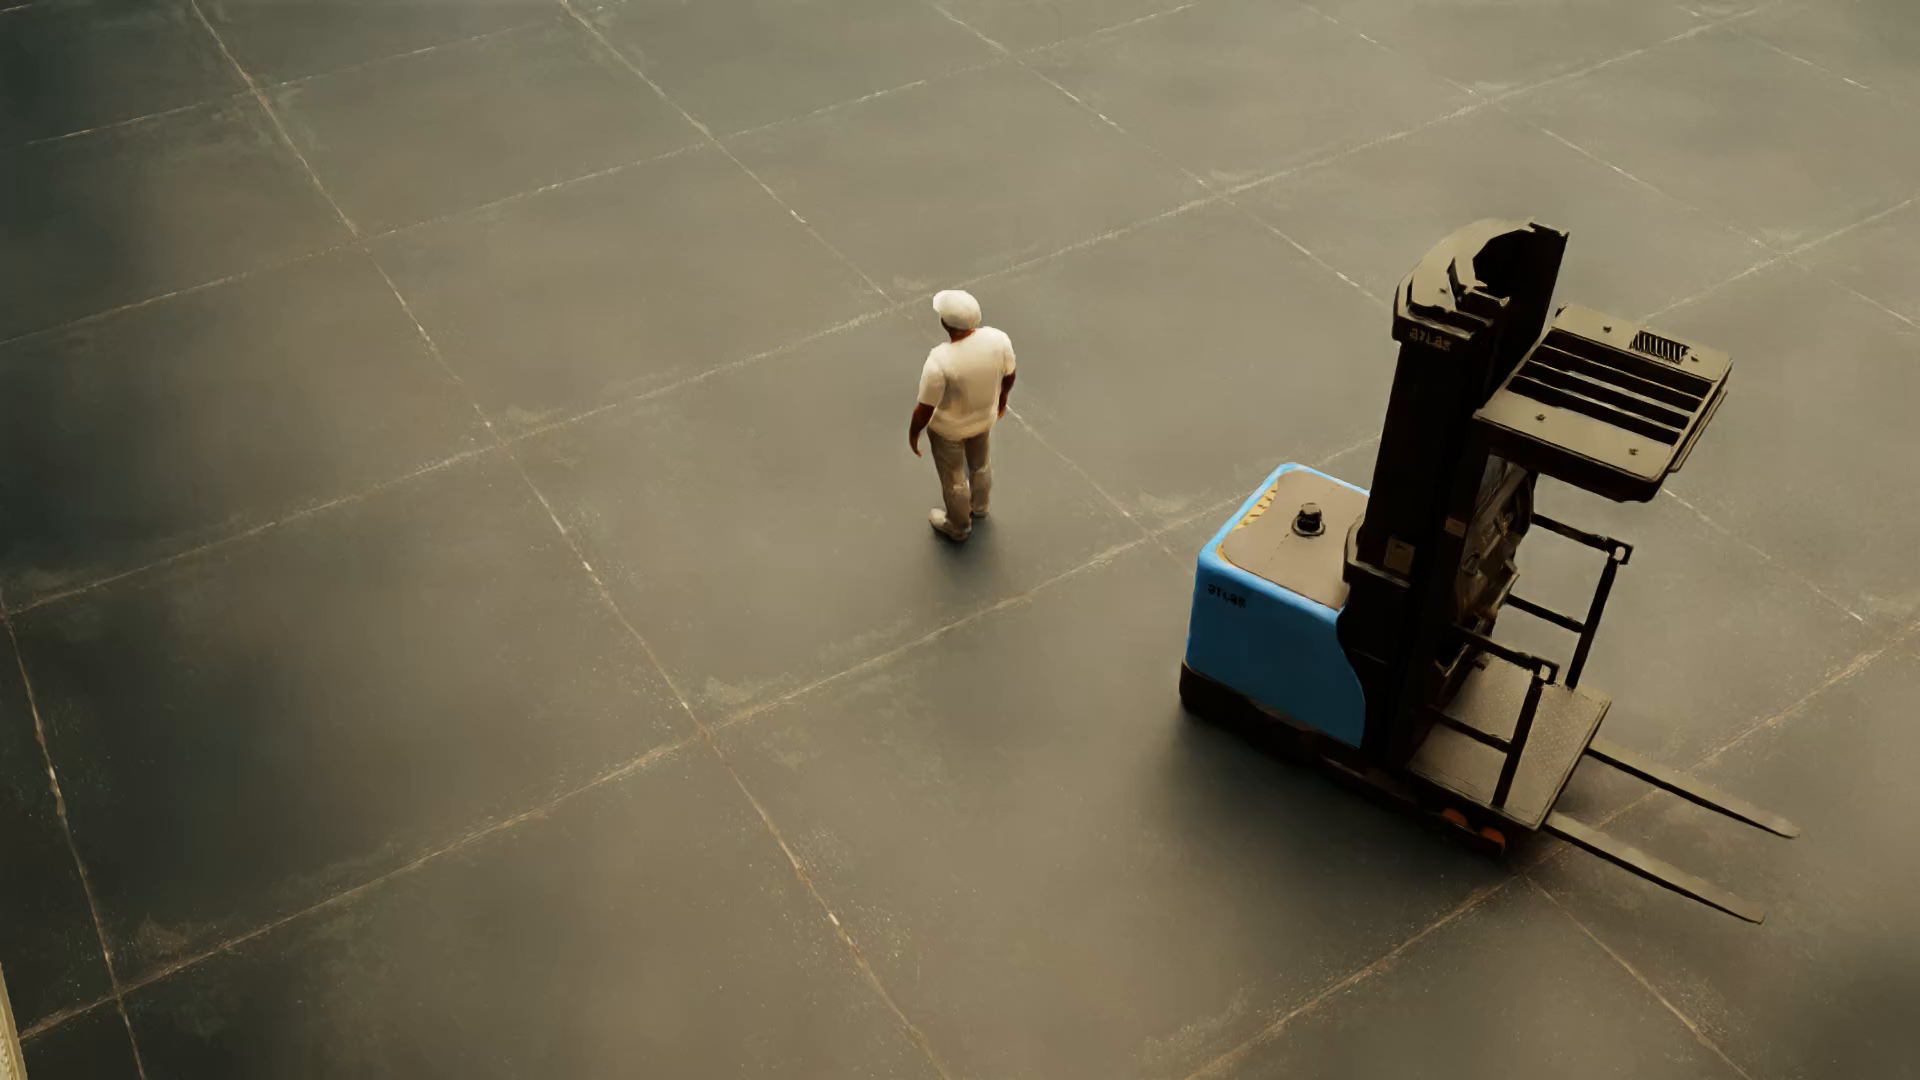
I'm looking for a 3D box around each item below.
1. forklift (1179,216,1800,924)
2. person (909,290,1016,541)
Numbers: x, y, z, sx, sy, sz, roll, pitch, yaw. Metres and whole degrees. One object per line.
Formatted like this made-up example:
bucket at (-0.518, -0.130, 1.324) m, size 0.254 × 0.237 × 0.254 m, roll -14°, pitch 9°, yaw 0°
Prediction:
forklift at (2.686, 0.086, 7.772) m, size 3.031 × 2.935 × 1.130 m, roll 25°, pitch 47°, yaw 26°
person at (-0.033, -0.741, 9.533) m, size 0.665 × 1.766 × 0.576 m, roll -23°, pitch 46°, yaw -24°
